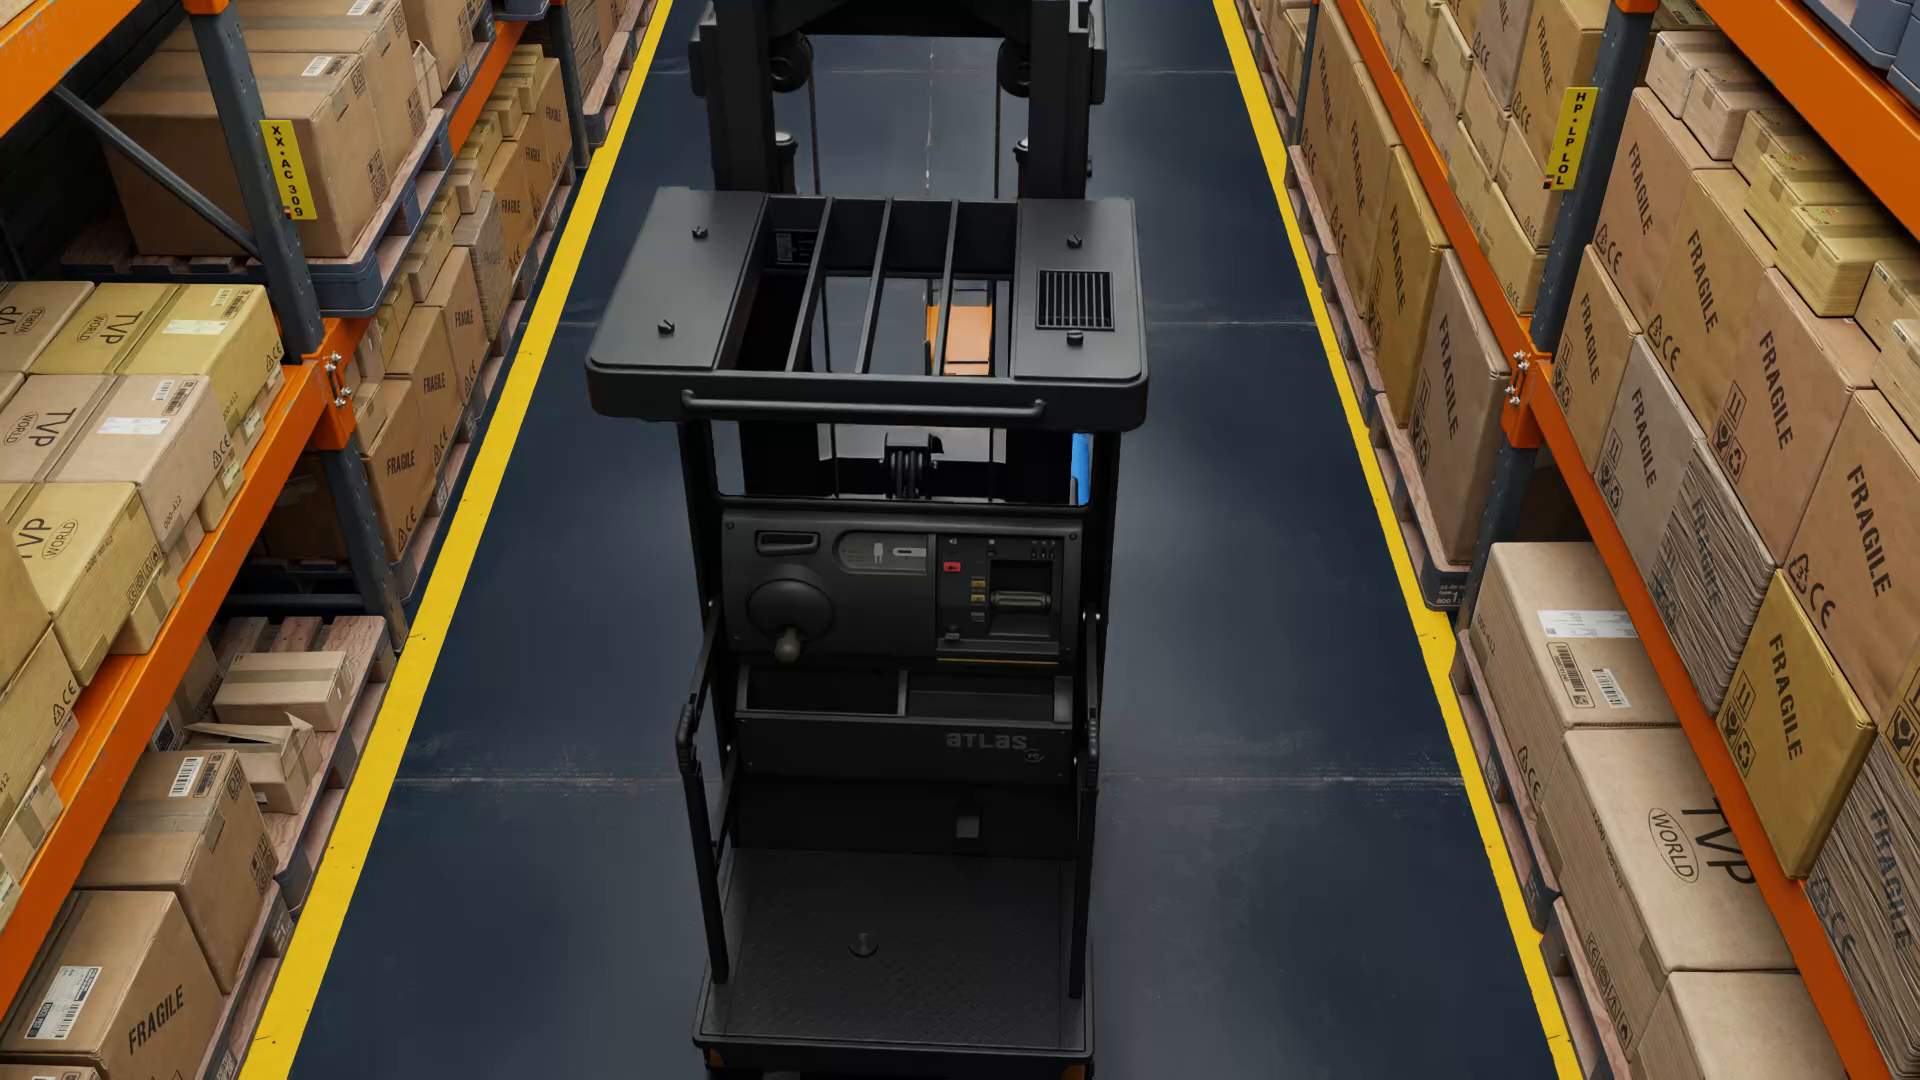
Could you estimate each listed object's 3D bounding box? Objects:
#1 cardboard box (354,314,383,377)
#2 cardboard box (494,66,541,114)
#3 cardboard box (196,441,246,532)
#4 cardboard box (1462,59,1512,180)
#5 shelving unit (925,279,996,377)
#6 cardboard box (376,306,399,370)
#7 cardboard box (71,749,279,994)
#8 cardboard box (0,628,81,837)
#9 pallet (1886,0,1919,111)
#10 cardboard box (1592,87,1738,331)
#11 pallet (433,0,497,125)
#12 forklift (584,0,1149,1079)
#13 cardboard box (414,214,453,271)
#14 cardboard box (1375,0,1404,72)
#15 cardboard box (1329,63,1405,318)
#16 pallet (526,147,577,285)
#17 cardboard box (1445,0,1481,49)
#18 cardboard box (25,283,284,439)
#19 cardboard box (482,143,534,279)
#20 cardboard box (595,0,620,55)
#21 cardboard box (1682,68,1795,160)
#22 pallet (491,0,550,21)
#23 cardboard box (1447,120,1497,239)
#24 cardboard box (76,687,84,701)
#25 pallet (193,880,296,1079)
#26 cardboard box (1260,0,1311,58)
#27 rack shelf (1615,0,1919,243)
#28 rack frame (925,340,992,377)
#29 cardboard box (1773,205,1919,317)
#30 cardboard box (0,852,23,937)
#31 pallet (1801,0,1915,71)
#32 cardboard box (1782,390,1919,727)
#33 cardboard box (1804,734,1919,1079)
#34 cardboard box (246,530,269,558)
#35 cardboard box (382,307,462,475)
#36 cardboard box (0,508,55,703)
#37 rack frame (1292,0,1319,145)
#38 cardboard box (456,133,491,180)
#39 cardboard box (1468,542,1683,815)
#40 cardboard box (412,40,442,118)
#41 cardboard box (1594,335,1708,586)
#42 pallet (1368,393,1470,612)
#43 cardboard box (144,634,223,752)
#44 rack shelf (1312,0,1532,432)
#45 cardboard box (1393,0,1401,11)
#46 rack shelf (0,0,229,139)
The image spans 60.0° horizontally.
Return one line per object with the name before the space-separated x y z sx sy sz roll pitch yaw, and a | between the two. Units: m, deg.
cardboard box | -2.371 -0.725 6.163 0.380 0.149 0.250 -2 39 -2
cardboard box | -2.308 -2.244 8.297 0.380 0.149 0.250 -2 39 -2
cardboard box | -2.289 -0.158 4.750 0.380 0.149 0.250 1 39 1
cardboard box | 2.123 -1.511 5.958 0.500 0.250 0.500 1 39 1
shelving unit | 0.000 -0.365 6.246 0.258 1.200 0.503 0 39 0
cardboard box | -2.412 -0.781 6.470 0.380 0.149 0.250 -2 39 -2
cardboard box | -2.453 0.966 4.809 0.700 0.500 0.500 -1 39 -2
cardboard box | -2.342 0.427 3.701 0.500 0.250 0.500 -1 39 -1
pallet | 2.364 -0.650 2.835 1.003 0.211 1.213 0 39 0
cardboard box | 2.133 -0.918 4.617 0.500 0.500 0.500 0 39 0
pallet | -2.586 -1.991 6.990 1.003 0.211 1.213 0 39 0
forklift | -0.161 0.206 4.149 1.130 2.935 3.031 2 39 2
cardboard box | -2.387 -1.263 7.072 0.380 0.149 0.250 1 39 2
cardboard box | 2.132 -2.274 7.309 0.500 0.250 0.500 1 39 1
cardboard box | 2.285 -1.633 7.753 0.875 0.875 0.875 0 39 1
pallet | -2.630 -1.727 8.737 1.003 0.211 1.213 0 39 0
cardboard box | 2.134 -2.136 6.137 0.500 0.500 0.500 1 39 1
cardboard box | -2.344 -0.520 4.882 0.500 0.250 0.500 1 39 1
cardboard box | -2.385 -1.566 7.969 0.500 0.500 0.500 2 39 2
cardboard box | -2.589 -3.318 10.055 0.875 0.625 0.625 1 39 1
cardboard box | 2.132 -1.111 4.340 0.380 0.149 0.250 1 39 1
pallet | -2.522 -2.784 7.978 1.213 0.211 1.003 0 39 0
cardboard box | 2.123 -1.327 6.127 0.500 0.250 0.500 -1 39 -1
cardboard box | -2.399 0.327 4.144 0.380 0.149 0.250 0 39 1
pallet | -2.585 1.502 4.708 1.003 0.211 1.213 0 39 0
cardboard box | 2.371 -3.241 10.162 0.950 0.372 0.625 -1 39 -1
rack shelf | 2.377 -0.426 3.059 1.077 0.370 4.000 0 39 0
rack frame | 0.000 -0.212 6.055 0.240 1.200 0.015 0 39 0
cardboard box | 2.085 -0.630 3.739 0.380 0.149 0.250 -1 39 -1
cardboard box | -2.262 0.807 3.545 0.380 0.149 0.250 -1 39 -1
pallet | 2.365 -1.411 3.784 1.003 0.211 1.213 0 39 0
cardboard box | 2.115 0.034 3.430 0.500 0.500 0.500 0 39 0
cardboard box | 2.118 0.739 3.350 0.500 0.500 0.500 1 39 1
cardboard box | -2.885 -0.276 6.359 0.500 0.500 0.500 0 39 0
cardboard box | -2.375 -0.605 6.769 0.500 0.500 0.500 -1 39 -1
cardboard box | -2.317 0.148 3.449 0.500 0.500 0.500 1 39 1
rack frame | 2.370 -3.288 8.455 1.000 3.000 0.127 0 39 0
cardboard box | -2.396 -1.759 7.690 0.380 0.149 0.250 -1 39 -1
cardboard box | 2.268 0.442 5.513 0.875 0.438 0.875 -1 39 -1
cardboard box | -2.207 -1.761 6.321 0.396 0.266 0.258 2 39 2
cardboard box | 2.110 -0.217 4.543 0.500 0.500 0.500 0 39 0
pallet | 2.299 -0.181 6.807 1.003 0.211 1.213 0 39 0
cardboard box | -2.824 0.518 5.520 0.500 0.311 0.500 1 39 2
rack shelf | 2.373 -1.757 7.119 1.077 0.370 4.000 0 39 0
cardboard box | 2.112 -2.473 7.157 0.500 0.250 0.500 0 39 0
rack shelf | -2.586 -0.420 3.052 1.077 0.370 4.000 0 39 0
